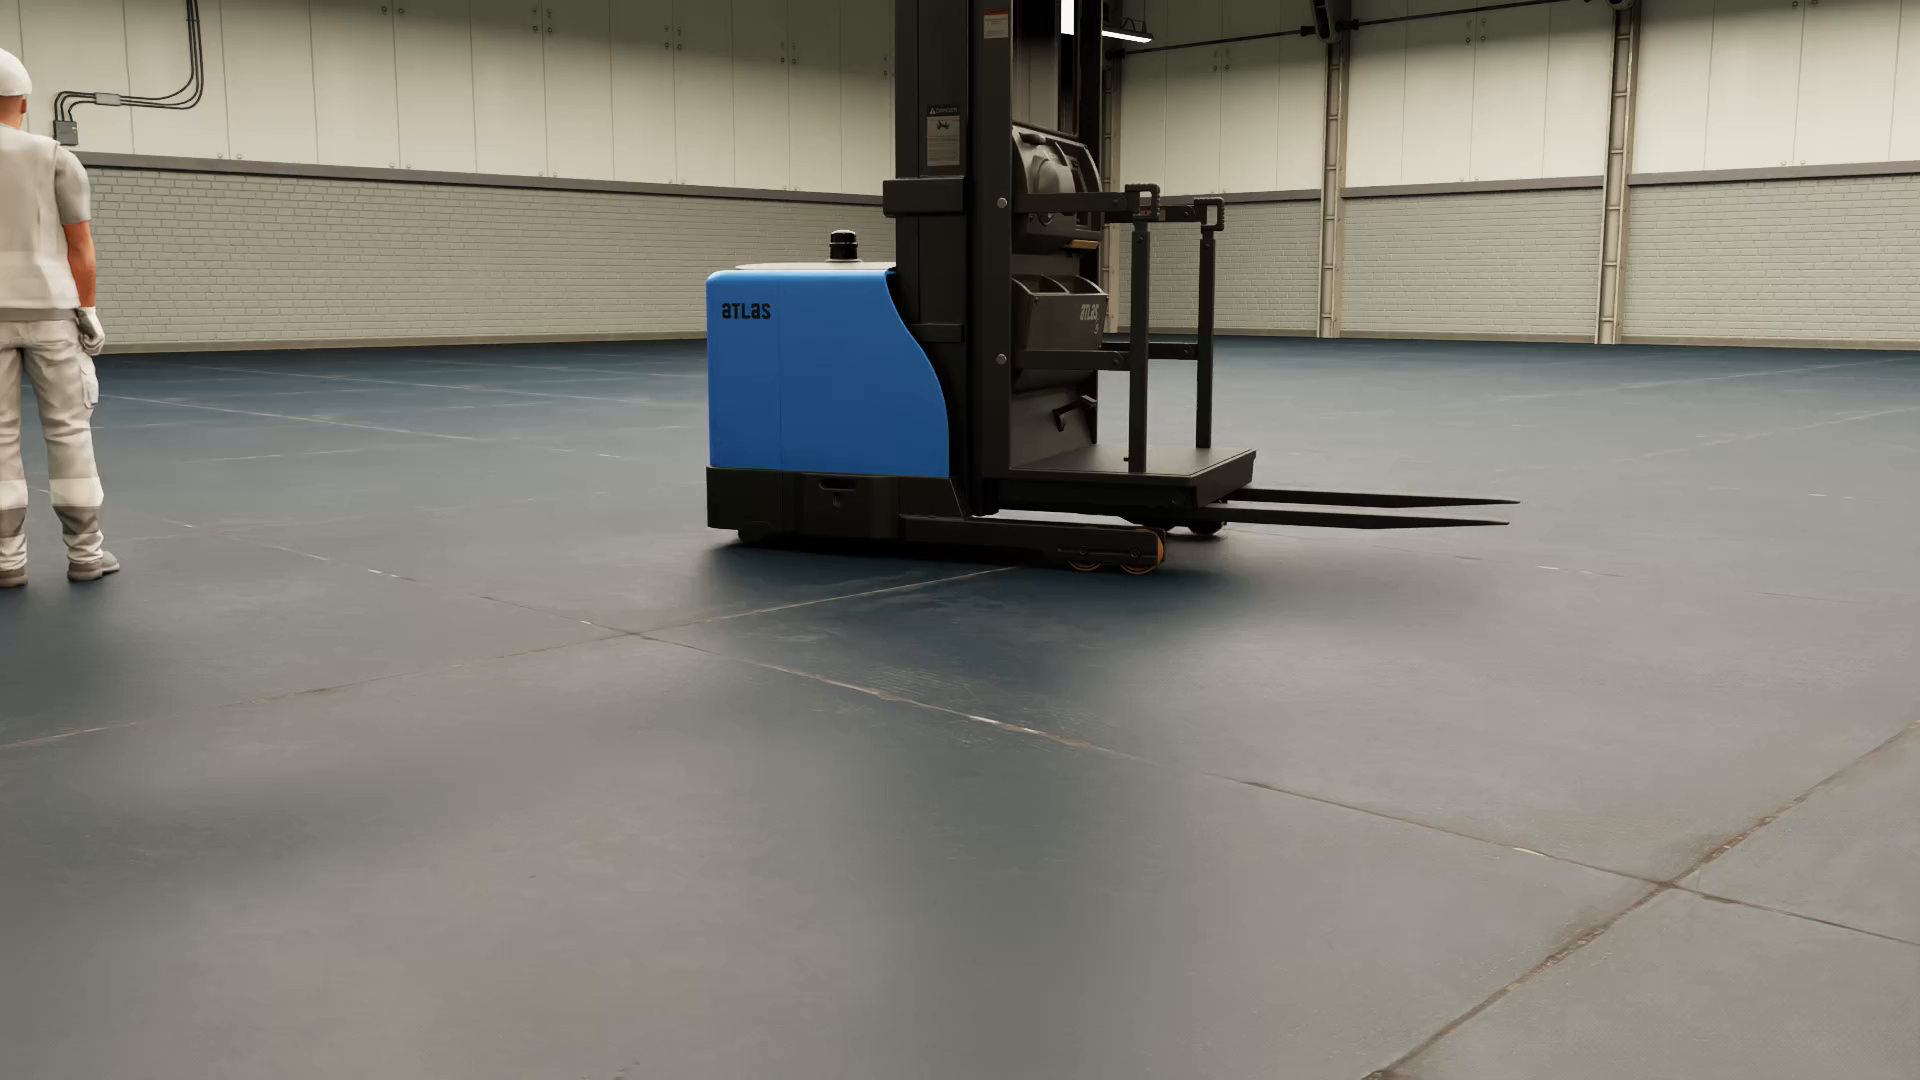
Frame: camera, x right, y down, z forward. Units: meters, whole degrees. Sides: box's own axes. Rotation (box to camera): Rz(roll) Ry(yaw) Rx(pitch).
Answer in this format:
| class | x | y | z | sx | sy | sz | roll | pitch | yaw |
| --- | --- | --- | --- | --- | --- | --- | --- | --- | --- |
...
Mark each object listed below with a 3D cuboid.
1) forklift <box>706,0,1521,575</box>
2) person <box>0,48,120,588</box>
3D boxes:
| class | x | y | z | sx | sy | sz | roll | pitch | yaw |
| --- | --- | --- | --- | --- | --- | --- | --- | --- | --- |
| forklift | 0.565 | -1.416 | 6.275 | 3.031 | 2.935 | 1.130 | 3 | 9 | 22 |
| person | -3.212 | -0.746 | 5.665 | 0.525 | 1.795 | 0.368 | -4 | 10 | -26 |
